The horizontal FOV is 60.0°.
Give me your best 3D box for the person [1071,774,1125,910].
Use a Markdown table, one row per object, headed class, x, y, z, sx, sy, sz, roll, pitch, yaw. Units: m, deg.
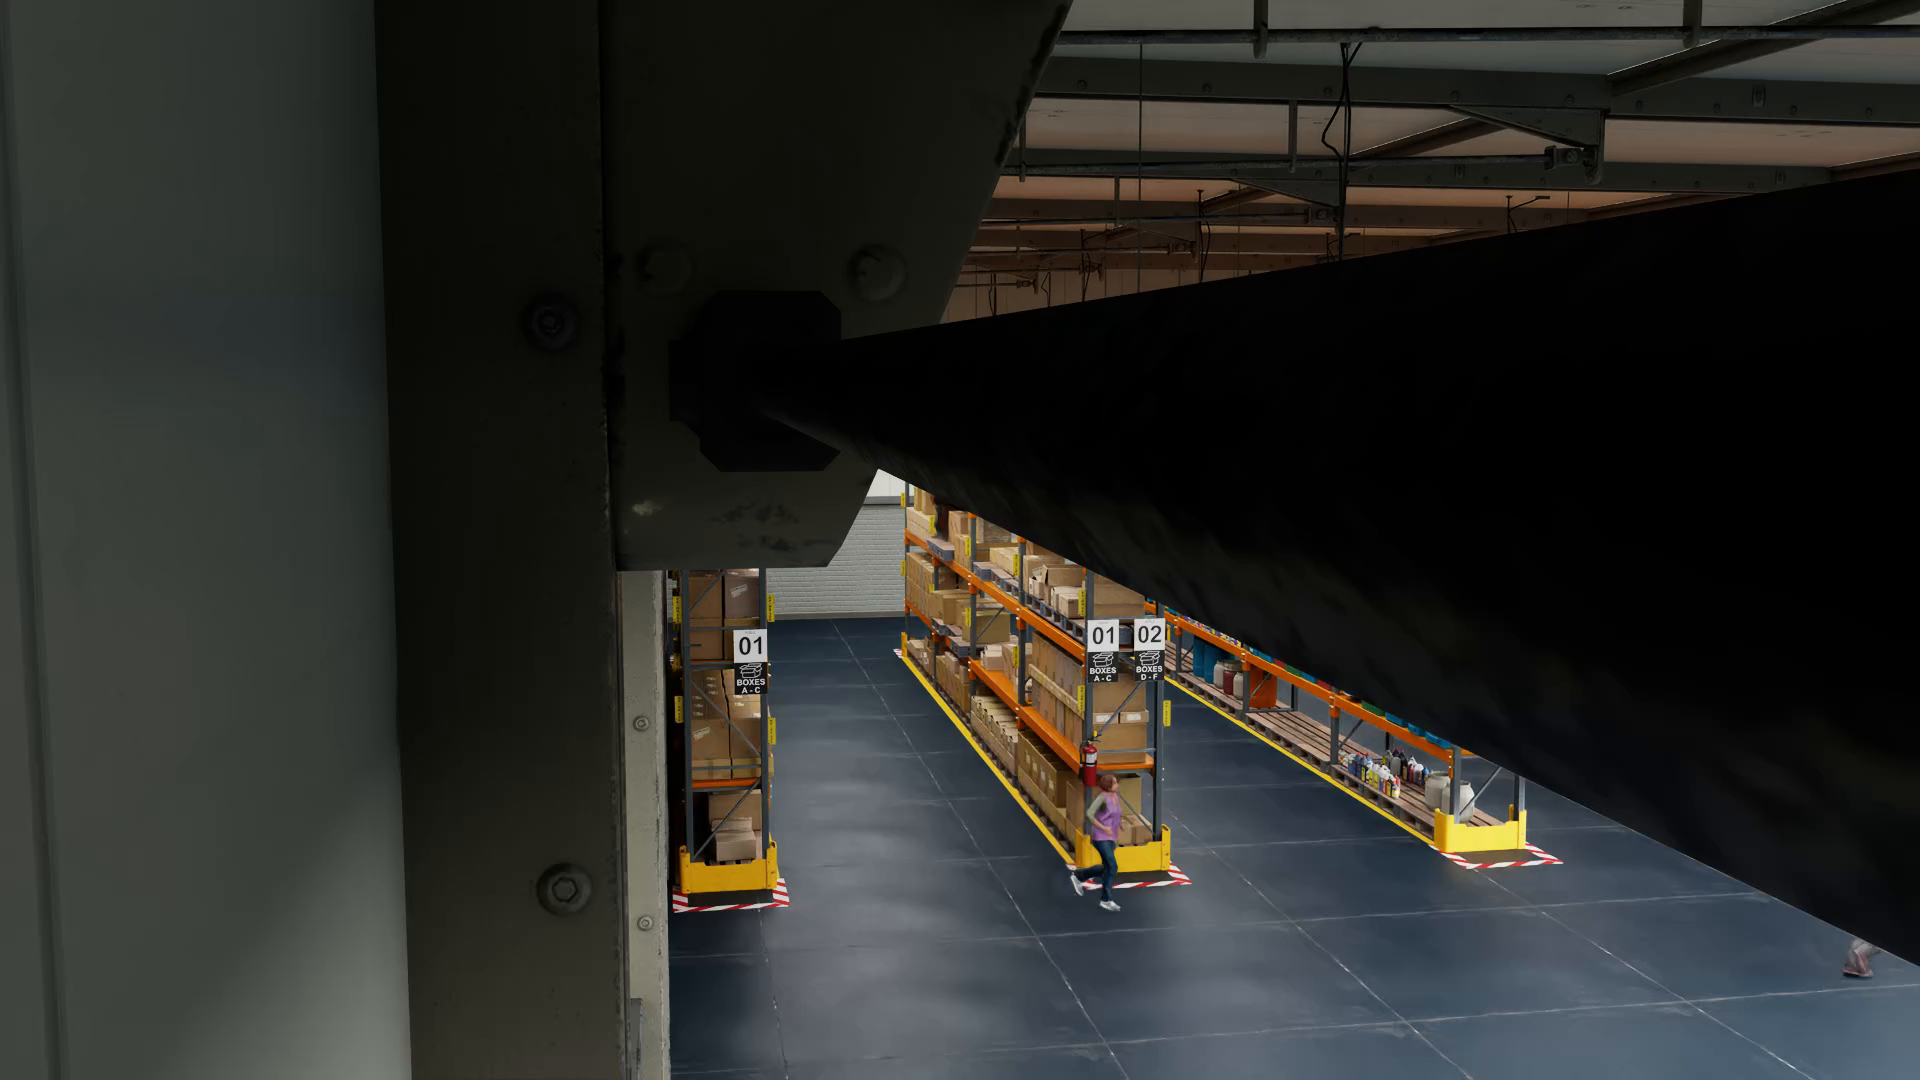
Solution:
| class | x | y | z | sx | sy | sz | roll | pitch | yaw |
| --- | --- | --- | --- | --- | --- | --- | --- | --- | --- |
| person | 1.660 | 3.546 | 19.673 | 0.687 | 1.559 | 0.525 | 4 | 7 | 34 |
